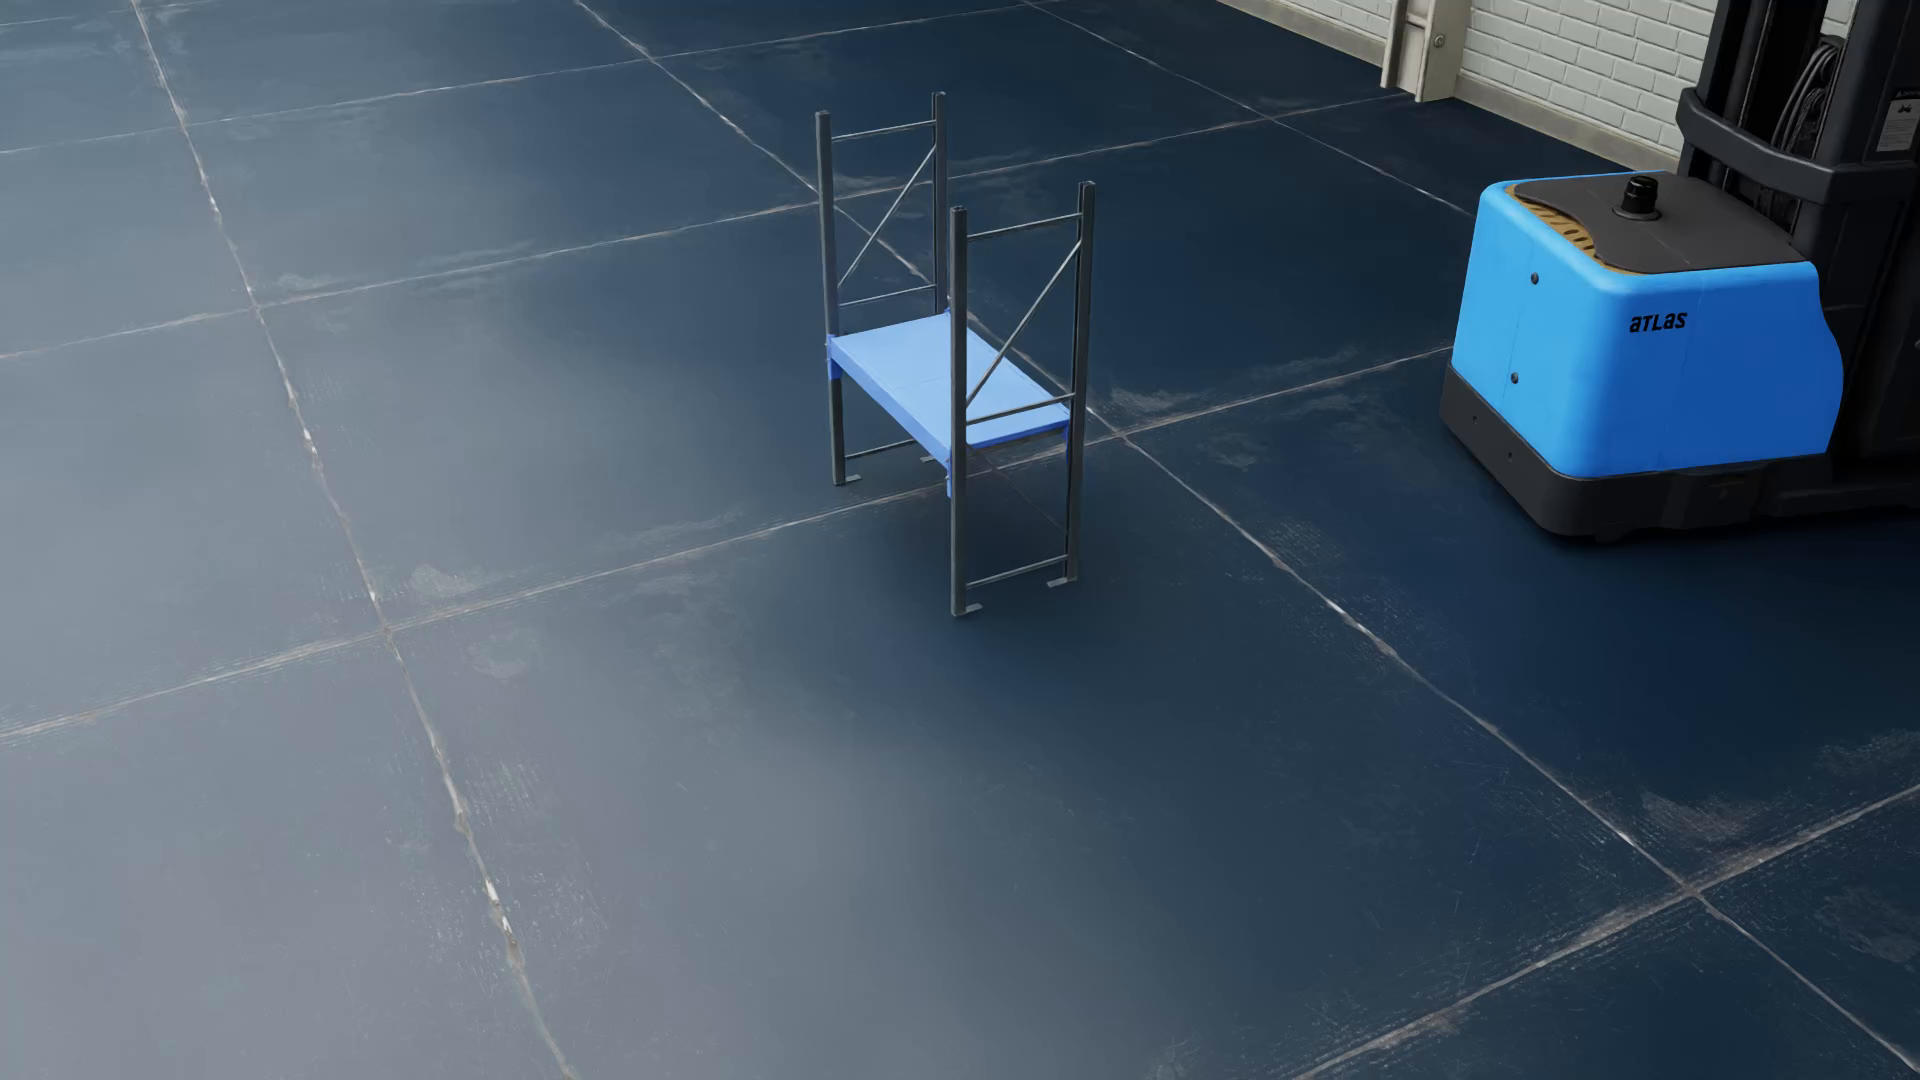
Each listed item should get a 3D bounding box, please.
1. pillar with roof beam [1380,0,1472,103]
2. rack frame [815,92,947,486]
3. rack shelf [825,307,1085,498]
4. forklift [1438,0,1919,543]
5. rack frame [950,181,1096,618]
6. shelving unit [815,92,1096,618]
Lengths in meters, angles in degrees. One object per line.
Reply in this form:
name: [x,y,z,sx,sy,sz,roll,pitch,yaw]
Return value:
pillar with roof beam: [-0.832,-5.627,6.691,9.100,9.000,0.400,-16,36,-23]
rack frame: [-0.277,-0.915,6.288,0.500,1.500,0.032,-16,36,-23]
rack shelf: [-0.040,-0.521,6.006,0.538,0.185,1.000,-16,36,-23]
forklift: [3.562,-1.613,6.051,3.031,2.935,1.130,-6,33,-9]
rack frame: [0.197,-0.430,5.530,0.500,1.500,0.032,-16,36,-23]
shelving unit: [-0.040,-0.672,5.909,0.538,1.500,1.048,-16,36,-23]
